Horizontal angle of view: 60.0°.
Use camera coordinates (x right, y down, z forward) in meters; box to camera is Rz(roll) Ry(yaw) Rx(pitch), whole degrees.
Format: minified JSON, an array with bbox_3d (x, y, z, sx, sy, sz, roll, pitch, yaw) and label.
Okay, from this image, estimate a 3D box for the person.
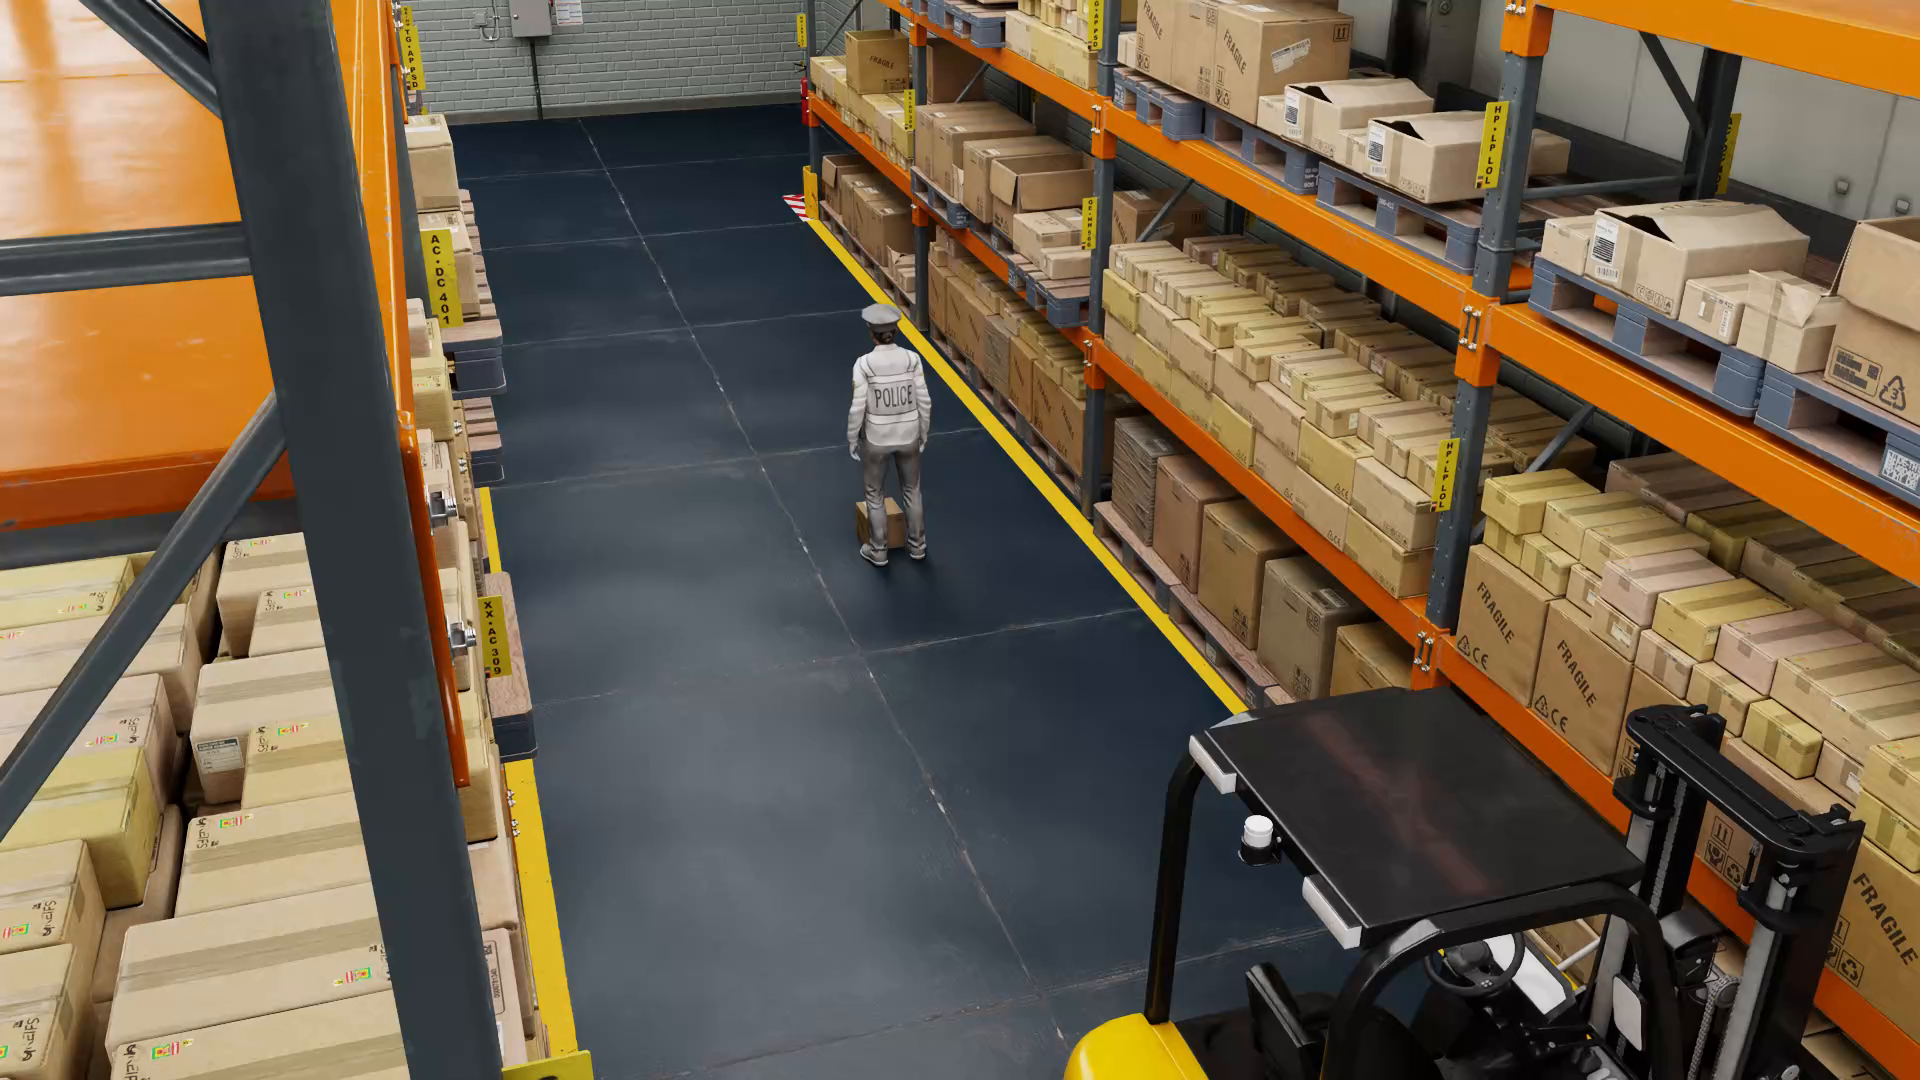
[{"bbox_3d":[-0.440,-0.633,10.380,0.529,1.664,0.371,-8,28,-16],"label":"person"}]
